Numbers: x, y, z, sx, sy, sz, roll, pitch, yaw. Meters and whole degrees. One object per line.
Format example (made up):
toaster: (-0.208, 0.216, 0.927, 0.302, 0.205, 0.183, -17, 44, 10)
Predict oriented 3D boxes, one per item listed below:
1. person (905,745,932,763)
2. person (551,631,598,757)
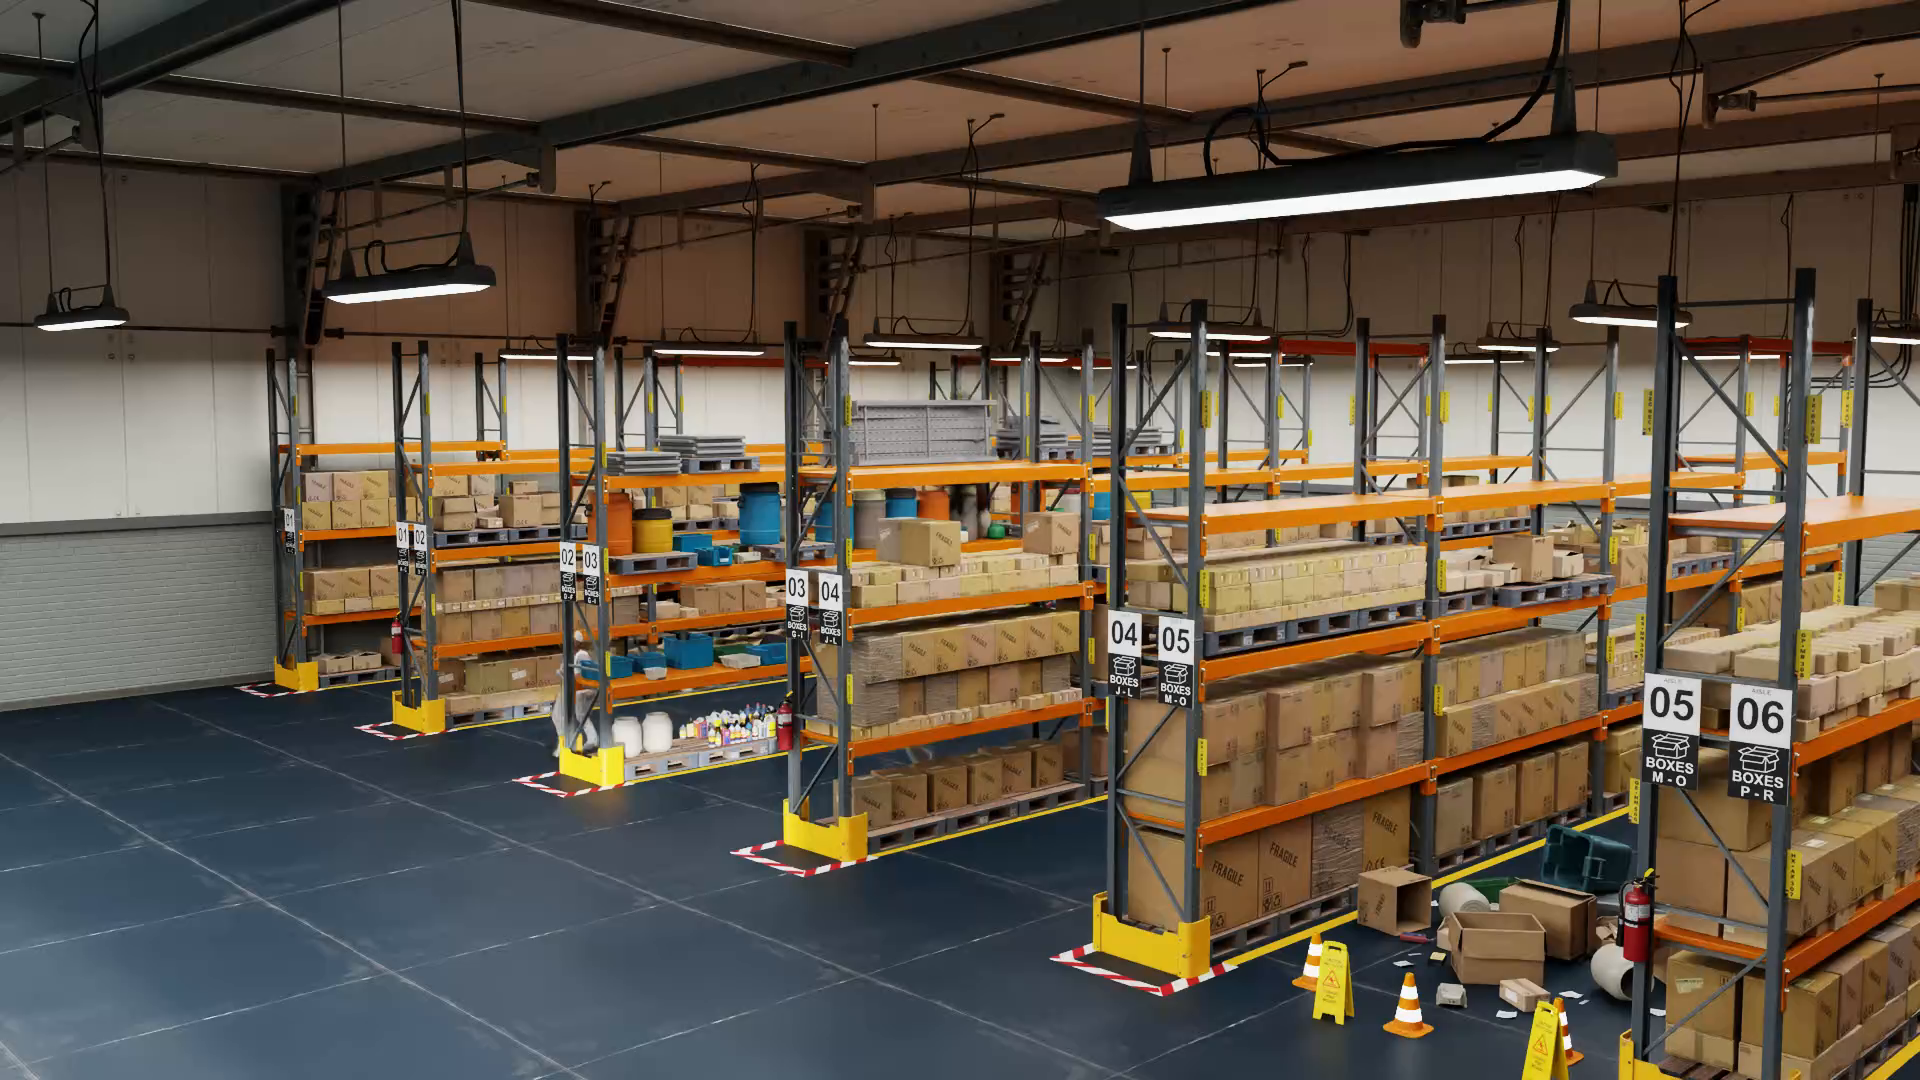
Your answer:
person: (-0.646, 2.400, 22.480, 0.539, 1.626, 0.541, 5, 7, 44)
person: (-5.542, 2.204, 23.890, 0.660, 1.814, 0.757, 4, 7, 41)
